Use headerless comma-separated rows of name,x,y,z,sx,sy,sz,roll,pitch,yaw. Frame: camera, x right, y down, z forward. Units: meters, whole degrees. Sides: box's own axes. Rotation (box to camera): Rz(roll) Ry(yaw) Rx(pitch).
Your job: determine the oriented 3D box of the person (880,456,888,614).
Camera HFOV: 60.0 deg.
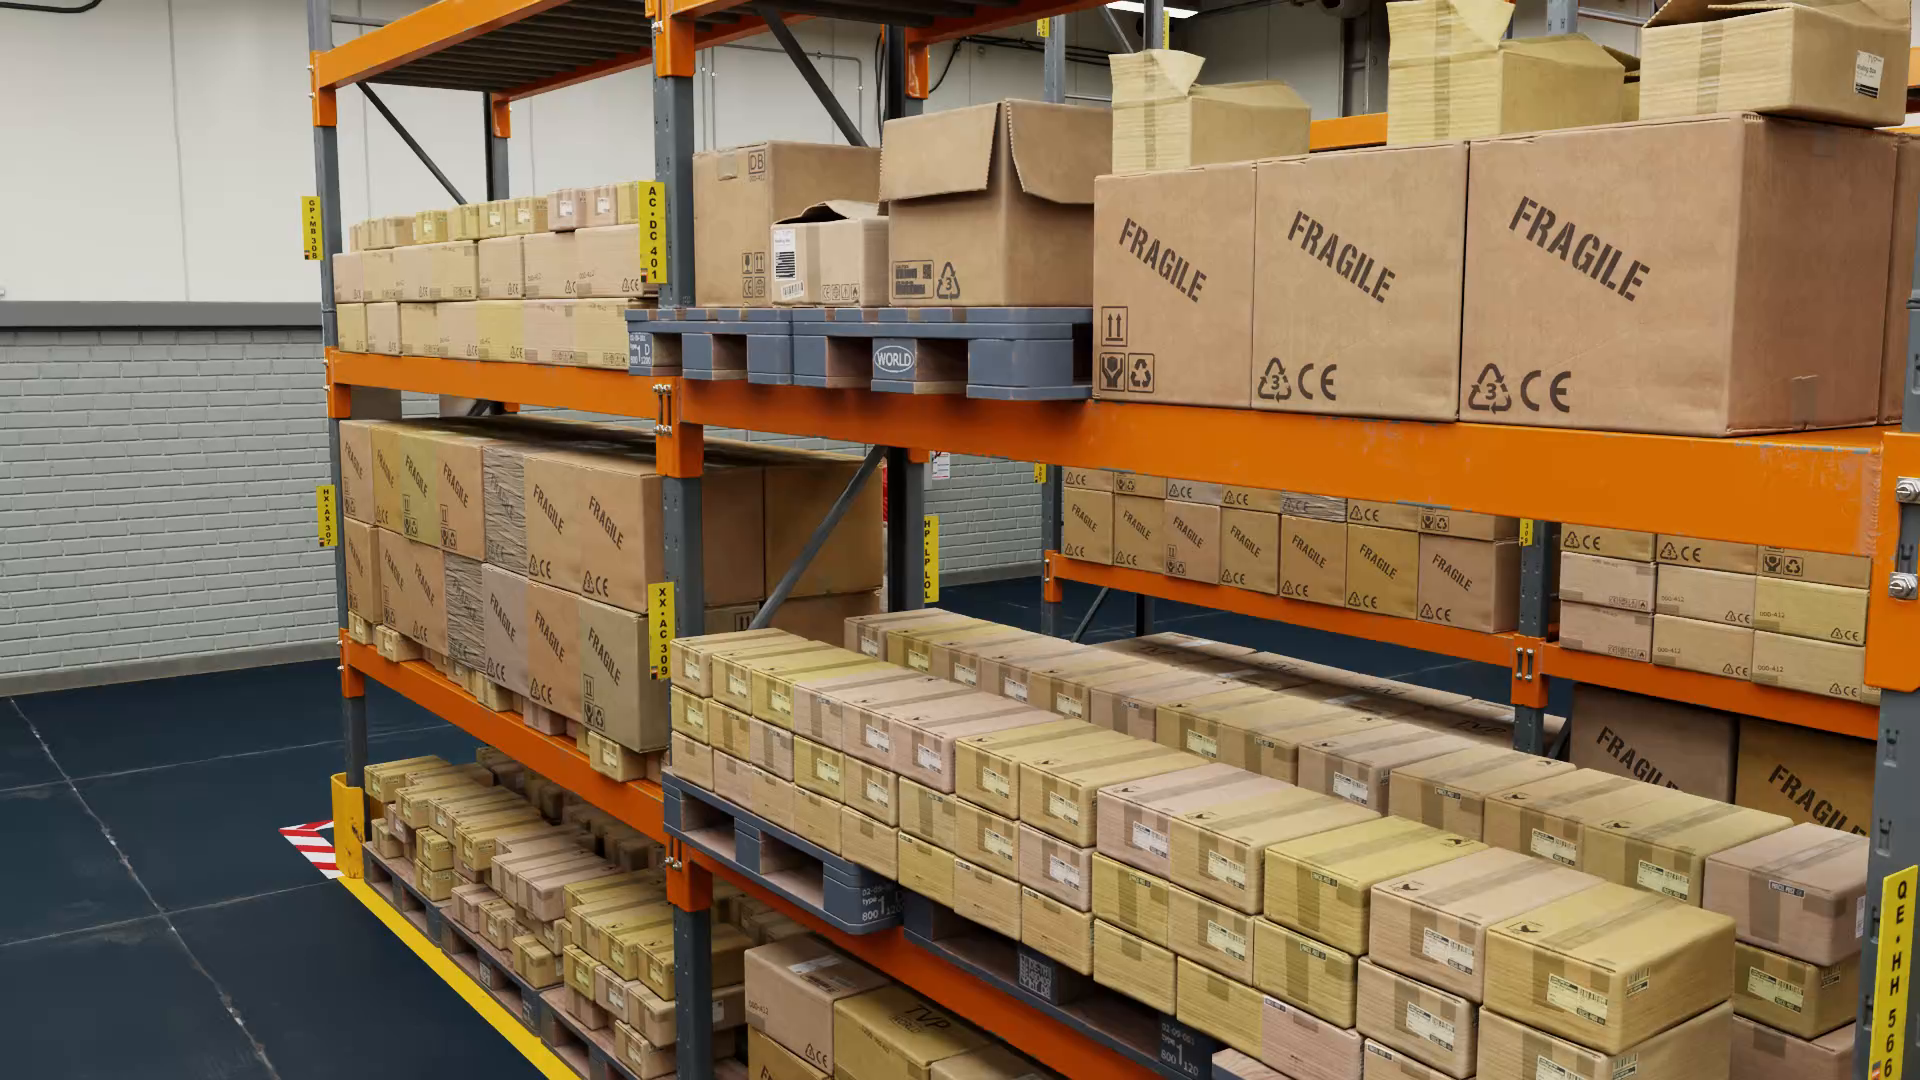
person,-0.682,0.004,16.157,0.601,1.638,0.384,-6,10,-38
